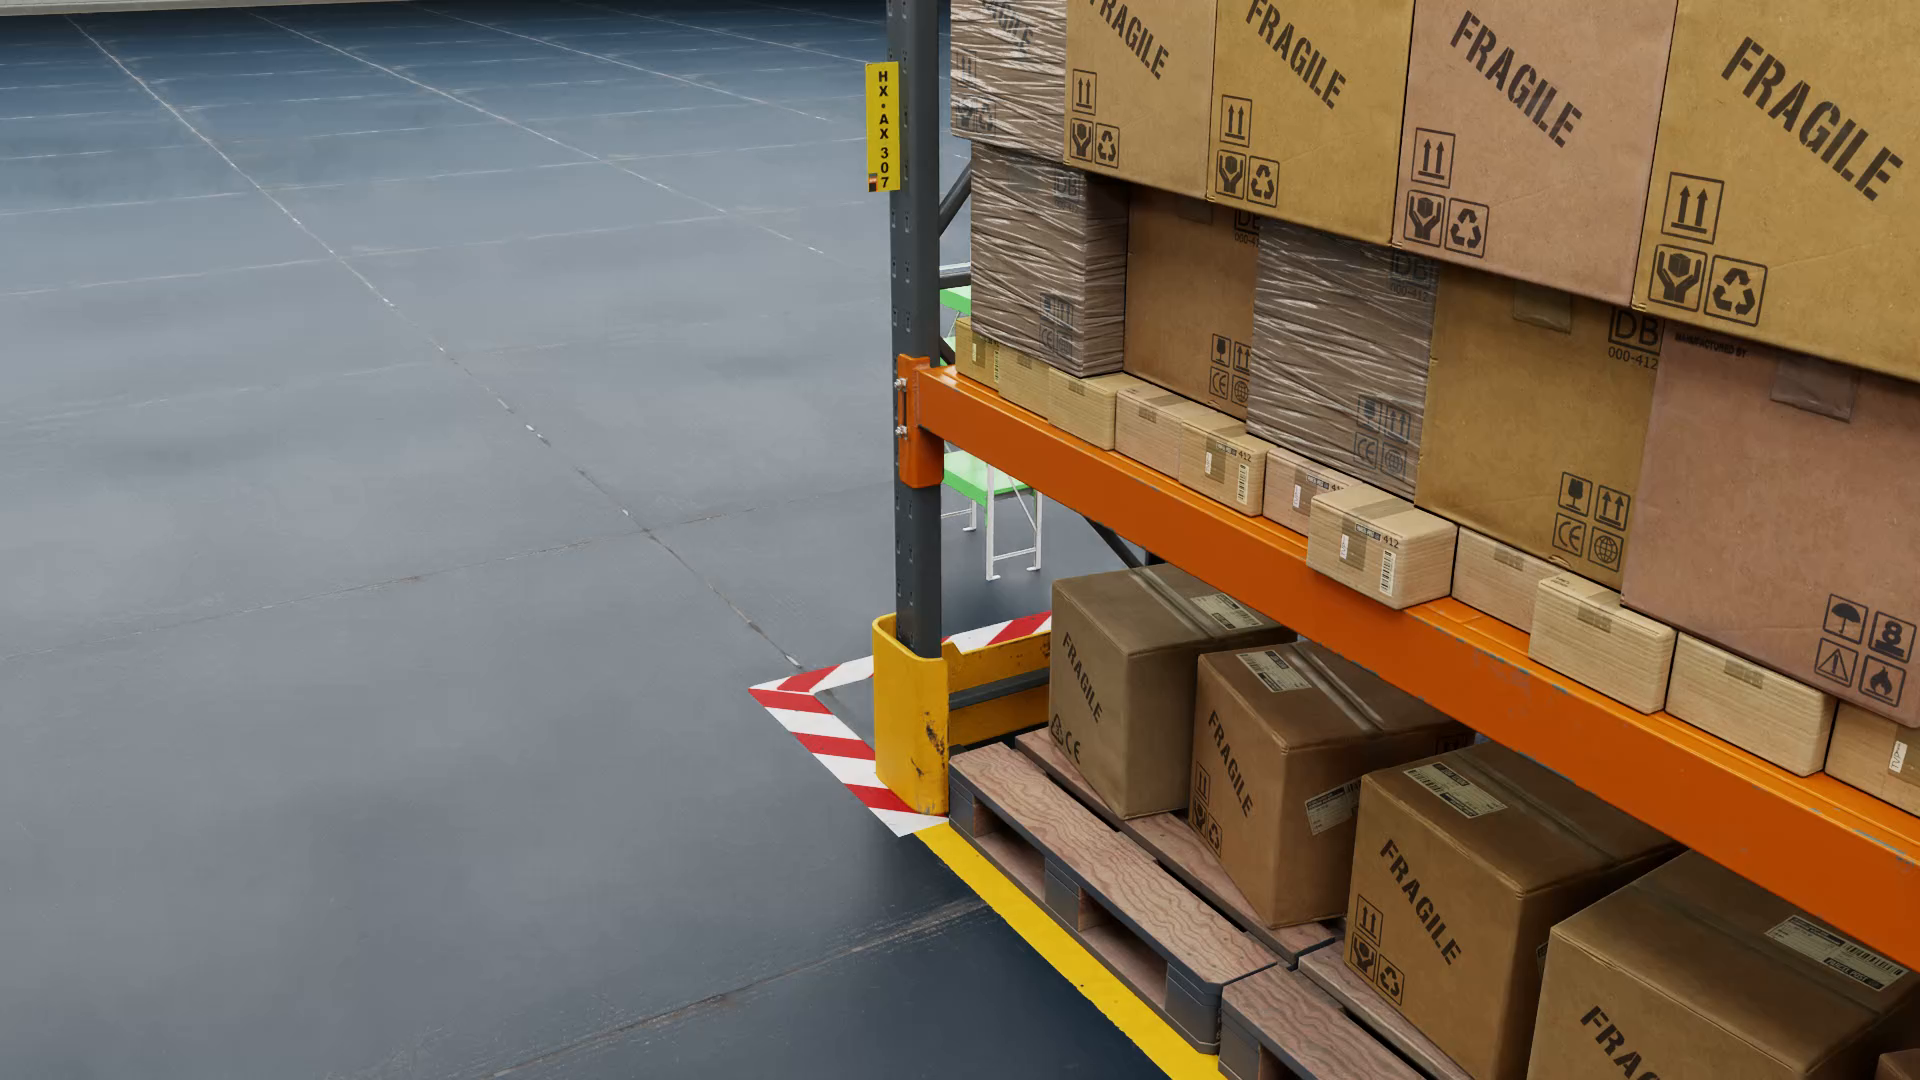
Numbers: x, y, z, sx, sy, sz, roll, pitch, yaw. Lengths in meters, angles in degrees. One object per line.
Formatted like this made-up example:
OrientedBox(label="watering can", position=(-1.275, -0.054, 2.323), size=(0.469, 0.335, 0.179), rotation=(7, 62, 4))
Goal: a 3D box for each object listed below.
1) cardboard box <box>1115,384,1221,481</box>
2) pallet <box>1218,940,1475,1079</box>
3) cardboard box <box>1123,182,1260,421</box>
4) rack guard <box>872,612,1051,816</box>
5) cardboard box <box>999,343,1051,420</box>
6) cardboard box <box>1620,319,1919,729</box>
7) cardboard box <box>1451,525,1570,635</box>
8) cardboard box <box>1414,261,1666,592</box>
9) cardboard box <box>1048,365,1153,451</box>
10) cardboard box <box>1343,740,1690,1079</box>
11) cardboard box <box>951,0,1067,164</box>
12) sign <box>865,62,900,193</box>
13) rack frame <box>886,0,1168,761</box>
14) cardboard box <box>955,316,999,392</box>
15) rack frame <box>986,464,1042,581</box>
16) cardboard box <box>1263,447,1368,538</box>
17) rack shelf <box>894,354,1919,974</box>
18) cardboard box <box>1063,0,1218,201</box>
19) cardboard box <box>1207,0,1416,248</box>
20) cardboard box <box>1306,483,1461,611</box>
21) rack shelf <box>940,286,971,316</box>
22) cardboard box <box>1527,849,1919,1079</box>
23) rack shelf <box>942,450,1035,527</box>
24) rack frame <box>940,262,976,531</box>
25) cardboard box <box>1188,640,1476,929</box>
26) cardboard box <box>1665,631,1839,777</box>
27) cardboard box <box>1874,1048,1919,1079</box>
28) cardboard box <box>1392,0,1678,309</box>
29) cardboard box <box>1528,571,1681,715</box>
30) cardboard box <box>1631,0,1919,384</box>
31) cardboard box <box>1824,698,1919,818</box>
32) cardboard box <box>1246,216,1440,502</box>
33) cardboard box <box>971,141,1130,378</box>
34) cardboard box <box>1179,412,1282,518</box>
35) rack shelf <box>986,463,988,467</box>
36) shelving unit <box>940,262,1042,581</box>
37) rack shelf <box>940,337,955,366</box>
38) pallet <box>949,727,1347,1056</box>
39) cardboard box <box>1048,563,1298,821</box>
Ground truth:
OrientedBox(label="cardboard box", position=(0.583, -0.271, 3.829), size=(0.380, 0.149, 0.250), rotation=(-13, 25, -28))
OrientedBox(label="pallet", position=(1.313, 1.209, 3.555), size=(1.003, 0.211, 1.213), rotation=(-13, 25, -28))
OrientedBox(label="cardboard box", position=(0.886, -0.633, 3.858), size=(0.875, 0.500, 0.500), rotation=(-13, 25, -28))
OrientedBox(label="rack guard", position=(0.309, 0.411, 5.135), size=(1.175, 0.500, 0.348), rotation=(-13, 25, -28))
OrientedBox(label="cardboard box", position=(0.322, -0.432, 4.224), size=(0.380, 0.149, 0.250), rotation=(-13, 25, -28))
OrientedBox(label="cardboard box", position=(1.570, -0.129, 2.618), size=(0.875, 0.500, 0.500), rotation=(-13, 25, -28))
OrientedBox(label="cardboard box", position=(1.136, 0.043, 3.056), size=(0.380, 0.149, 0.250), rotation=(-13, 25, -28))
OrientedBox(label="cardboard box", position=(1.350, -0.299, 3.035), size=(0.875, 0.500, 0.500), rotation=(-13, 25, -28))
OrientedBox(label="cardboard box", position=(0.437, -0.348, 4.018), size=(0.380, 0.149, 0.250), rotation=(-13, 25, -28))
OrientedBox(label="cardboard box", position=(1.213, 0.791, 3.644), size=(0.500, 0.500, 0.500), rotation=(-10, 24, -23))
OrientedBox(label="cardboard box", position=(0.317, -1.188, 3.895), size=(0.500, 0.500, 0.500), rotation=(-13, 25, -28))
OrientedBox(label="sign", position=(-0.196, -1.068, 4.305), size=(0.100, 0.325, 0.005), rotation=(-13, 25, -28))
OrientedBox(label="rack frame", position=(0.270, -0.771, 4.725), size=(1.000, 3.000, 0.127), rotation=(-13, 25, -28))
OrientedBox(label="cardboard box", position=(0.211, -0.517, 4.433), size=(0.380, 0.149, 0.250), rotation=(-13, 25, -28))
OrientedBox(label="rack frame", position=(0.209, -0.423, 6.259), size=(0.240, 1.200, 0.015), rotation=(-13, 25, -28))
OrientedBox(label="cardboard box", position=(0.855, -0.113, 3.440), size=(0.380, 0.149, 0.250), rotation=(-13, 25, -28))
OrientedBox(label="rack shelf", position=(1.292, 0.210, 3.268), size=(1.077, 0.370, 4.000), rotation=(-13, 25, -28))
OrientedBox(label="cardboard box", position=(0.566, -1.025, 3.494), size=(0.500, 0.500, 0.500), rotation=(-13, 25, -28))
OrientedBox(label="cardboard box", position=(0.823, -0.863, 3.096), size=(0.500, 0.500, 0.500), rotation=(-13, 25, -28))
OrientedBox(label="cardboard box", position=(0.894, -0.012, 3.192), size=(0.380, 0.149, 0.250), rotation=(-13, 25, -28))
OrientedBox(label="rack shelf", position=(0.085, -0.888, 6.297), size=(0.258, 0.148, 0.480), rotation=(-13, 25, -28))
OrientedBox(label="cardboard box", position=(1.460, 0.980, 3.178), size=(0.500, 0.500, 0.500), rotation=(-15, 27, -33))
OrientedBox(label="rack shelf", position=(0.085, -0.221, 6.568), size=(0.258, 0.148, 0.480), rotation=(-13, 25, -28))
OrientedBox(label="rack frame", position=(-0.040, -0.581, 6.648), size=(0.240, 1.200, 0.015), rotation=(-13, 25, -28))
OrientedBox(label="cardboard box", position=(0.910, 0.585, 4.152), size=(0.500, 0.500, 0.500), rotation=(-6, 23, -14))
OrientedBox(label="cardboard box", position=(1.355, 0.213, 2.638), size=(0.380, 0.149, 0.250), rotation=(-13, 25, -28))
OrientedBox(label="cardboard box", position=(1.845, 1.166, 2.721), size=(0.500, 0.500, 0.500), rotation=(-5, 23, -11))
OrientedBox(label="cardboard box", position=(1.084, -0.703, 2.701), size=(0.500, 0.500, 0.500), rotation=(-13, 25, -28))
OrientedBox(label="cardboard box", position=(1.198, 0.139, 2.820), size=(0.380, 0.149, 0.250), rotation=(-13, 25, -28))
OrientedBox(label="cardboard box", position=(1.336, -0.540, 2.301), size=(0.500, 0.500, 0.500), rotation=(-13, 25, -28))
OrientedBox(label="cardboard box", position=(1.518, 0.286, 2.458), size=(0.380, 0.149, 0.250), rotation=(-13, 25, -28))
OrientedBox(label="cardboard box", position=(1.105, -0.463, 3.439), size=(0.875, 0.500, 0.500), rotation=(-13, 25, -28))
OrientedBox(label="cardboard box", position=(0.528, -0.772, 4.199), size=(0.875, 0.500, 0.500), rotation=(-13, 25, -28))
OrientedBox(label="cardboard box", position=(0.704, -0.189, 3.627), size=(0.380, 0.149, 0.250), rotation=(-13, 25, -28))
OrientedBox(label="rack shelf", position=(0.085, -0.443, 6.478), size=(0.258, 0.148, 0.480), rotation=(-13, 25, -28))
OrientedBox(label="shelving unit", position=(0.085, -0.502, 6.454), size=(0.258, 1.200, 0.503), rotation=(-13, 25, -28))
OrientedBox(label="rack shelf", position=(0.085, -0.665, 6.387), size=(0.258, 0.148, 0.480), rotation=(-13, 25, -28))
OrientedBox(label="pallet", position=(0.694, 0.815, 4.526), size=(1.003, 0.211, 1.213), rotation=(-13, 25, -28))
OrientedBox(label="cardboard box", position=(0.575, 0.398, 4.612), size=(0.500, 0.500, 0.500), rotation=(-8, 23, -18))
